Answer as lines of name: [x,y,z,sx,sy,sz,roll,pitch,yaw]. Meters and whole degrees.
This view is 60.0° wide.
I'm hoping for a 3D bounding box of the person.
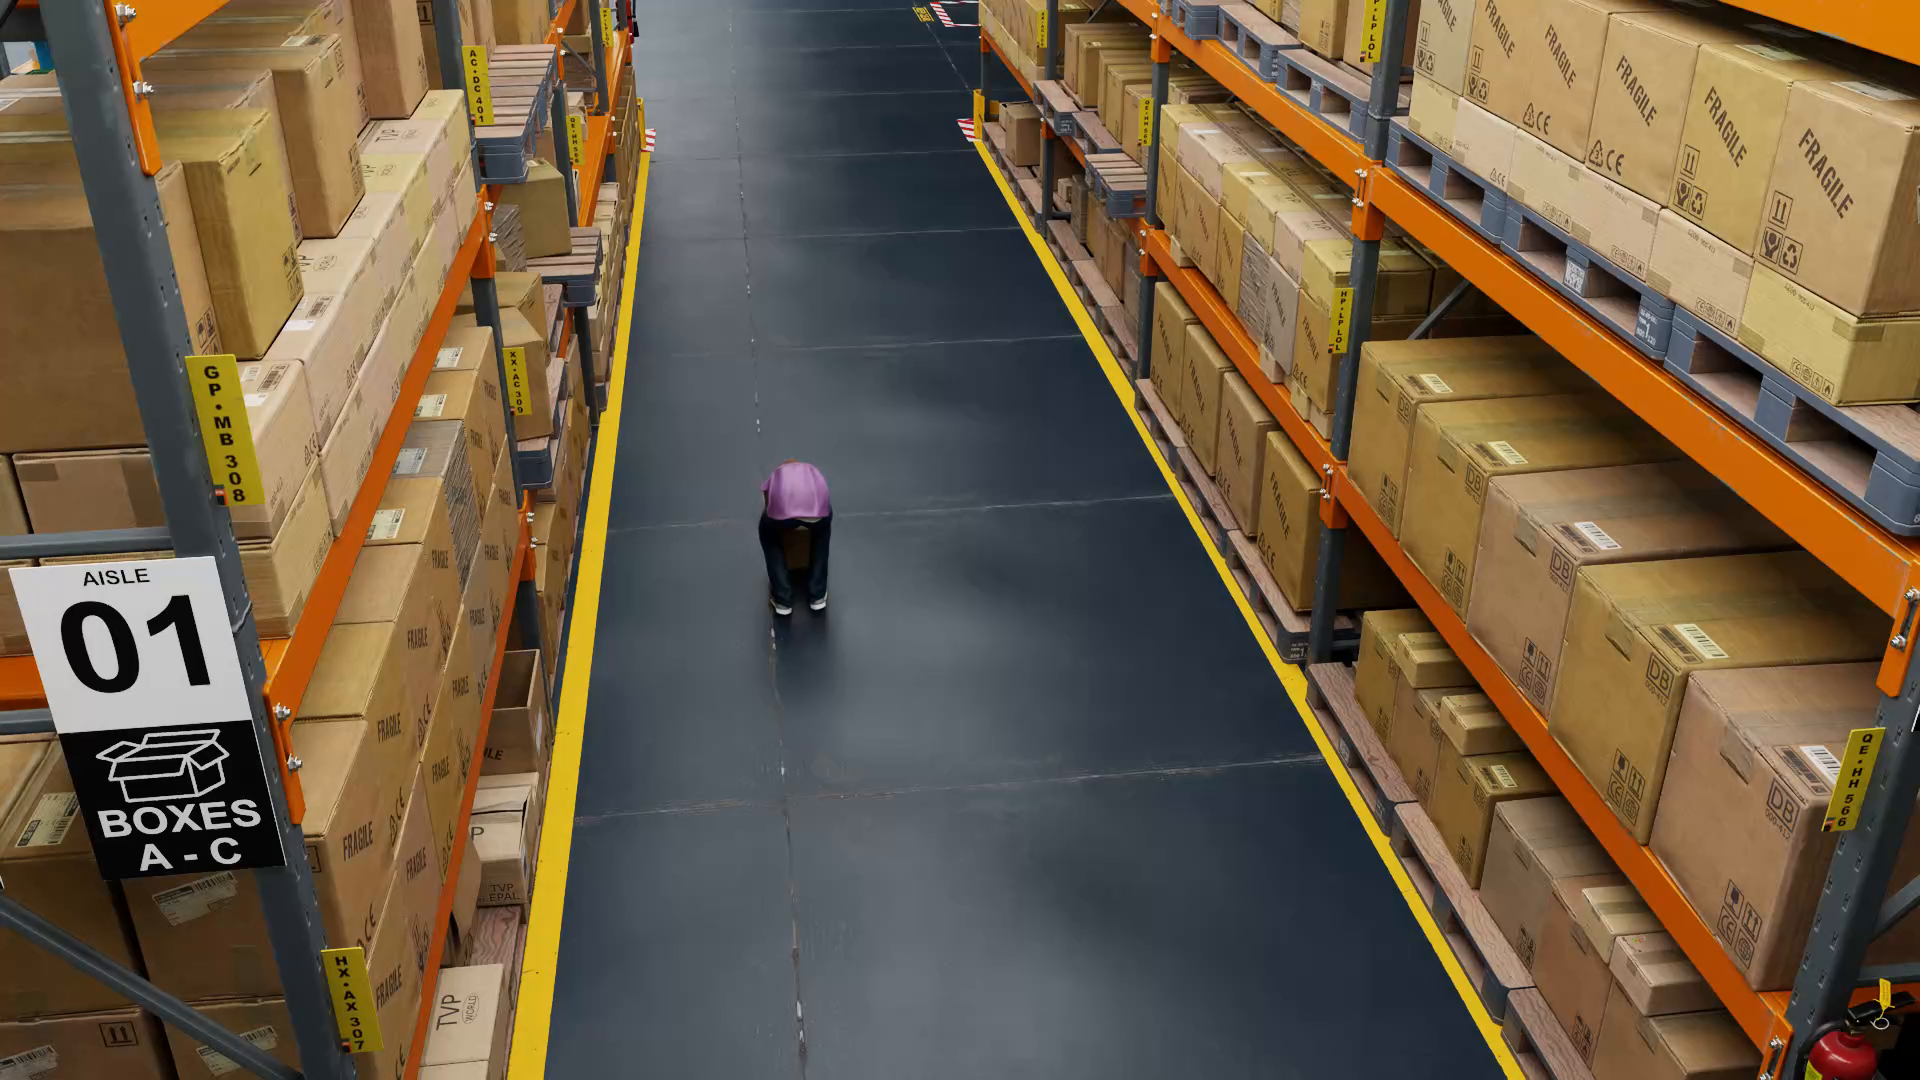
person: [-0.928,-0.310,9.229,0.468,1.590,0.348,-5,28,-9]
